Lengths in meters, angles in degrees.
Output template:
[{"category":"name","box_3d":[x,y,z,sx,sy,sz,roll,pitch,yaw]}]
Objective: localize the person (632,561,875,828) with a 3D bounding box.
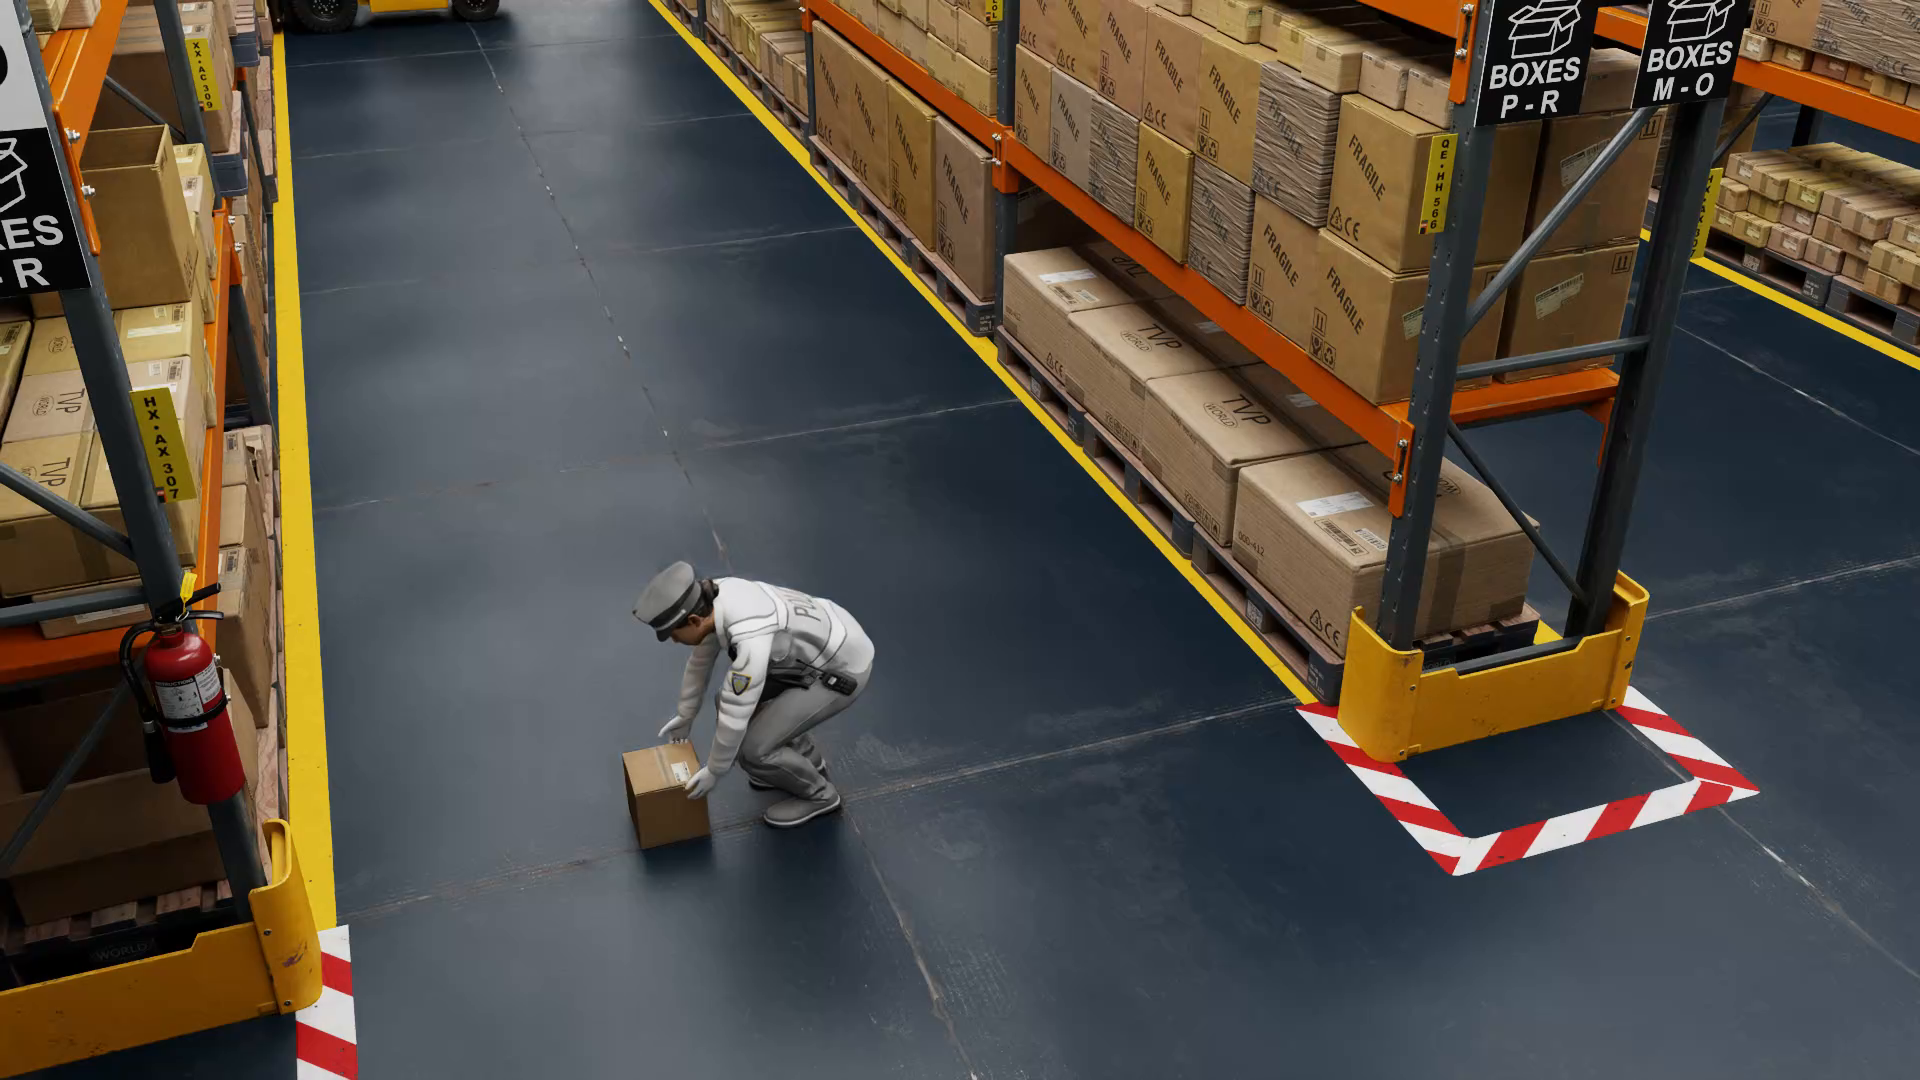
[{"category":"person","box_3d":[-0.702,0.514,5.833,0.827,1.075,0.505,-11,32,-18]}]
